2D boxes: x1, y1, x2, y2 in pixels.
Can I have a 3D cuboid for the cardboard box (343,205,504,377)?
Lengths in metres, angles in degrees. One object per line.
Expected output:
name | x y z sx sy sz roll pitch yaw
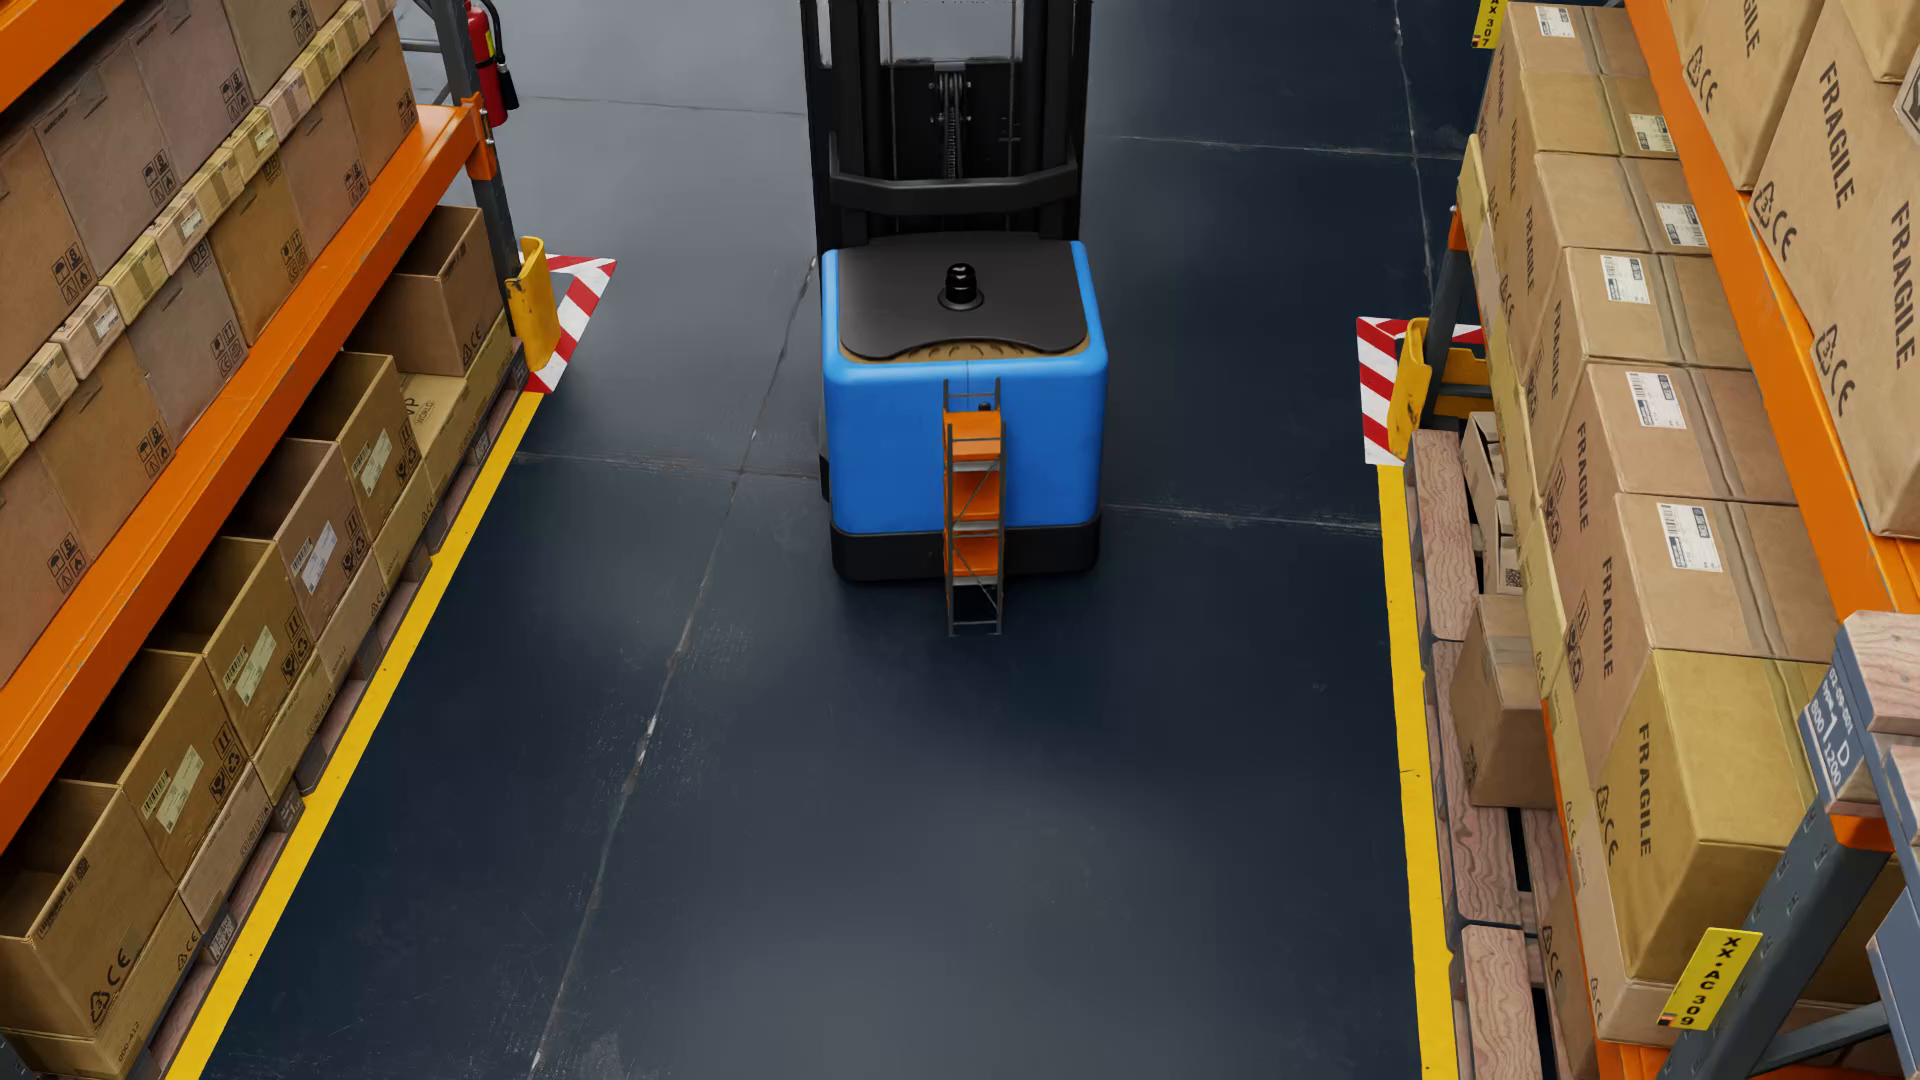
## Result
cardboard box | -2.232 -1.033 6.809 0.500 0.500 0.500 5 44 6

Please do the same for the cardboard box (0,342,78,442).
cardboard box | -2.624 -0.407 4.454 0.380 0.149 0.250 4 44 4

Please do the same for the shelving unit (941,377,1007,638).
shelving unit | 0.049 -0.099 6.091 0.215 1.050 0.252 -3 43 -3

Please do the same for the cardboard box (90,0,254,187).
cardboard box | -2.668 -1.451 5.085 0.700 0.500 0.500 5 44 6

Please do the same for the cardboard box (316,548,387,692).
cardboard box | -2.421 0.262 5.986 0.500 0.250 0.500 5 44 6

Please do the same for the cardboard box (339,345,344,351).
cardboard box | -2.748 -0.808 7.116 0.500 0.250 0.500 5 44 6

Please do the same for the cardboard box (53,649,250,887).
cardboard box | -2.555 0.671 5.009 0.500 0.500 0.500 5 44 6

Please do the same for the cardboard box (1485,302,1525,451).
cardboard box | 1.947 -0.499 5.190 0.500 0.250 0.500 5 44 5

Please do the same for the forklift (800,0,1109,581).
forklift | -0.069 -1.910 6.635 1.130 2.935 3.031 -3 43 -3

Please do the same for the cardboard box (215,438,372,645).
cardboard box | -2.417 -0.010 5.728 0.500 0.500 0.500 5 44 6

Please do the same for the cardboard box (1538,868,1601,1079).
cardboard box | 2.023 1.211 4.787 0.500 0.500 0.500 2 43 2

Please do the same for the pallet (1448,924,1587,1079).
pallet | 1.979 1.726 4.774 1.003 0.211 1.213 5 44 6

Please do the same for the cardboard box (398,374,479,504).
cardboard box | -2.289 -0.419 6.706 0.500 0.250 0.500 5 44 6

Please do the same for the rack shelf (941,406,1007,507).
rack shelf | 0.049 -0.297 5.903 0.215 0.259 0.240 -3 43 -3

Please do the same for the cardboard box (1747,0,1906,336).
cardboard box | 1.827 -0.669 3.006 0.500 0.500 0.500 2 43 2

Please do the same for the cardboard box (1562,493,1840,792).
cardboard box | 1.742 0.258 3.845 0.500 0.500 0.500 5 44 5

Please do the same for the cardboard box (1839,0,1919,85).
cardboard box | 1.785 -1.064 2.696 0.500 0.500 0.500 7 44 8

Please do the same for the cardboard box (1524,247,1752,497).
cardboard box | 1.887 -0.438 4.581 0.500 0.500 0.500 6 44 7

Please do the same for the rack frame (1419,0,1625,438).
rack frame | 2.454 -1.552 6.207 1.000 3.000 0.127 5 44 6

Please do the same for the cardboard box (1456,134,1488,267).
cardboard box | 2.075 -1.201 5.931 0.500 0.250 0.500 4 44 4

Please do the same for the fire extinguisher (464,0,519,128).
fire extinguisher | -1.980 -2.010 6.747 0.296 0.674 0.183 5 44 6

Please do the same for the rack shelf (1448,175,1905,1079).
rack shelf | 2.190 0.072 5.015 1.077 0.370 4.000 5 44 6

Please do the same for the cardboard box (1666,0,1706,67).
cardboard box | 1.942 -1.395 3.773 0.500 0.500 0.500 8 44 8

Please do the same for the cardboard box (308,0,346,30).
cardboard box | -2.538 -2.154 5.827 0.700 0.500 0.500 5 44 6

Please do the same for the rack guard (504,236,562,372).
rack guard | -2.453 -1.108 7.557 1.175 0.500 0.348 5 44 6

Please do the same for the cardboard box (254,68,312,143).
cardboard box | -2.420 -1.470 5.576 0.380 0.149 0.250 6 44 6

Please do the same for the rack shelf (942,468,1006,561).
rack shelf | 0.049 -0.091 6.098 0.215 0.259 0.240 -3 43 -3

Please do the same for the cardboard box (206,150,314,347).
cardboard box | -2.667 -1.023 5.576 0.700 0.500 0.500 6 44 6

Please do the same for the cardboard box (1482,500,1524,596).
cardboard box | 2.198 0.117 6.081 0.500 0.311 0.500 9 44 9

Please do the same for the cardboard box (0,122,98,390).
cardboard box | -2.800 -0.770 4.365 0.700 0.500 0.500 5 44 5

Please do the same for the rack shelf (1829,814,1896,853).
rack shelf | 1.661 1.709 1.105 1.077 0.370 4.000 5 44 6

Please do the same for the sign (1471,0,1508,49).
sign | 1.916 -1.915 5.962 0.100 0.325 0.005 5 44 6

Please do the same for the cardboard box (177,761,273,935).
cardboard box | -2.552 0.944 5.266 0.500 0.250 0.500 5 44 6

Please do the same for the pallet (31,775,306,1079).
pallet | -2.839 1.201 5.328 1.003 0.211 1.213 5 44 6

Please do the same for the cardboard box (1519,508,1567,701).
cardboard box | 1.813 0.188 4.464 0.500 0.250 0.500 5 44 5

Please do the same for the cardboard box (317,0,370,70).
cardboard box | -2.351 -1.815 5.941 0.380 0.149 0.250 6 44 7

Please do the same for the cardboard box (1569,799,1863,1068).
cardboard box | 1.688 0.871 3.743 0.500 0.250 0.500 5 44 6

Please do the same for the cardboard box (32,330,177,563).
cardboard box | -2.799 -0.314 4.828 0.700 0.500 0.500 6 44 6

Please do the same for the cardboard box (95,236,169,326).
cardboard box | -2.556 -0.767 4.834 0.380 0.149 0.250 5 44 5

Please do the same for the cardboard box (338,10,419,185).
cardboard box | -2.531 -1.719 6.311 0.700 0.500 0.500 5 44 6

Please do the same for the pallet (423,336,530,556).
pallet | -2.516 -0.462 7.084 1.003 0.211 1.213 5 44 6

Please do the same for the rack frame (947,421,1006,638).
rack frame | 0.057 -0.015 6.003 0.200 1.050 0.008 -3 43 -3

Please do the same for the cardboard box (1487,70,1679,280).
cardboard box | 2.018 -1.143 5.325 0.500 0.500 0.500 5 44 6

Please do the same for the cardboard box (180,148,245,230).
cardboard box | -2.488 -1.111 5.197 0.380 0.149 0.250 6 44 7
